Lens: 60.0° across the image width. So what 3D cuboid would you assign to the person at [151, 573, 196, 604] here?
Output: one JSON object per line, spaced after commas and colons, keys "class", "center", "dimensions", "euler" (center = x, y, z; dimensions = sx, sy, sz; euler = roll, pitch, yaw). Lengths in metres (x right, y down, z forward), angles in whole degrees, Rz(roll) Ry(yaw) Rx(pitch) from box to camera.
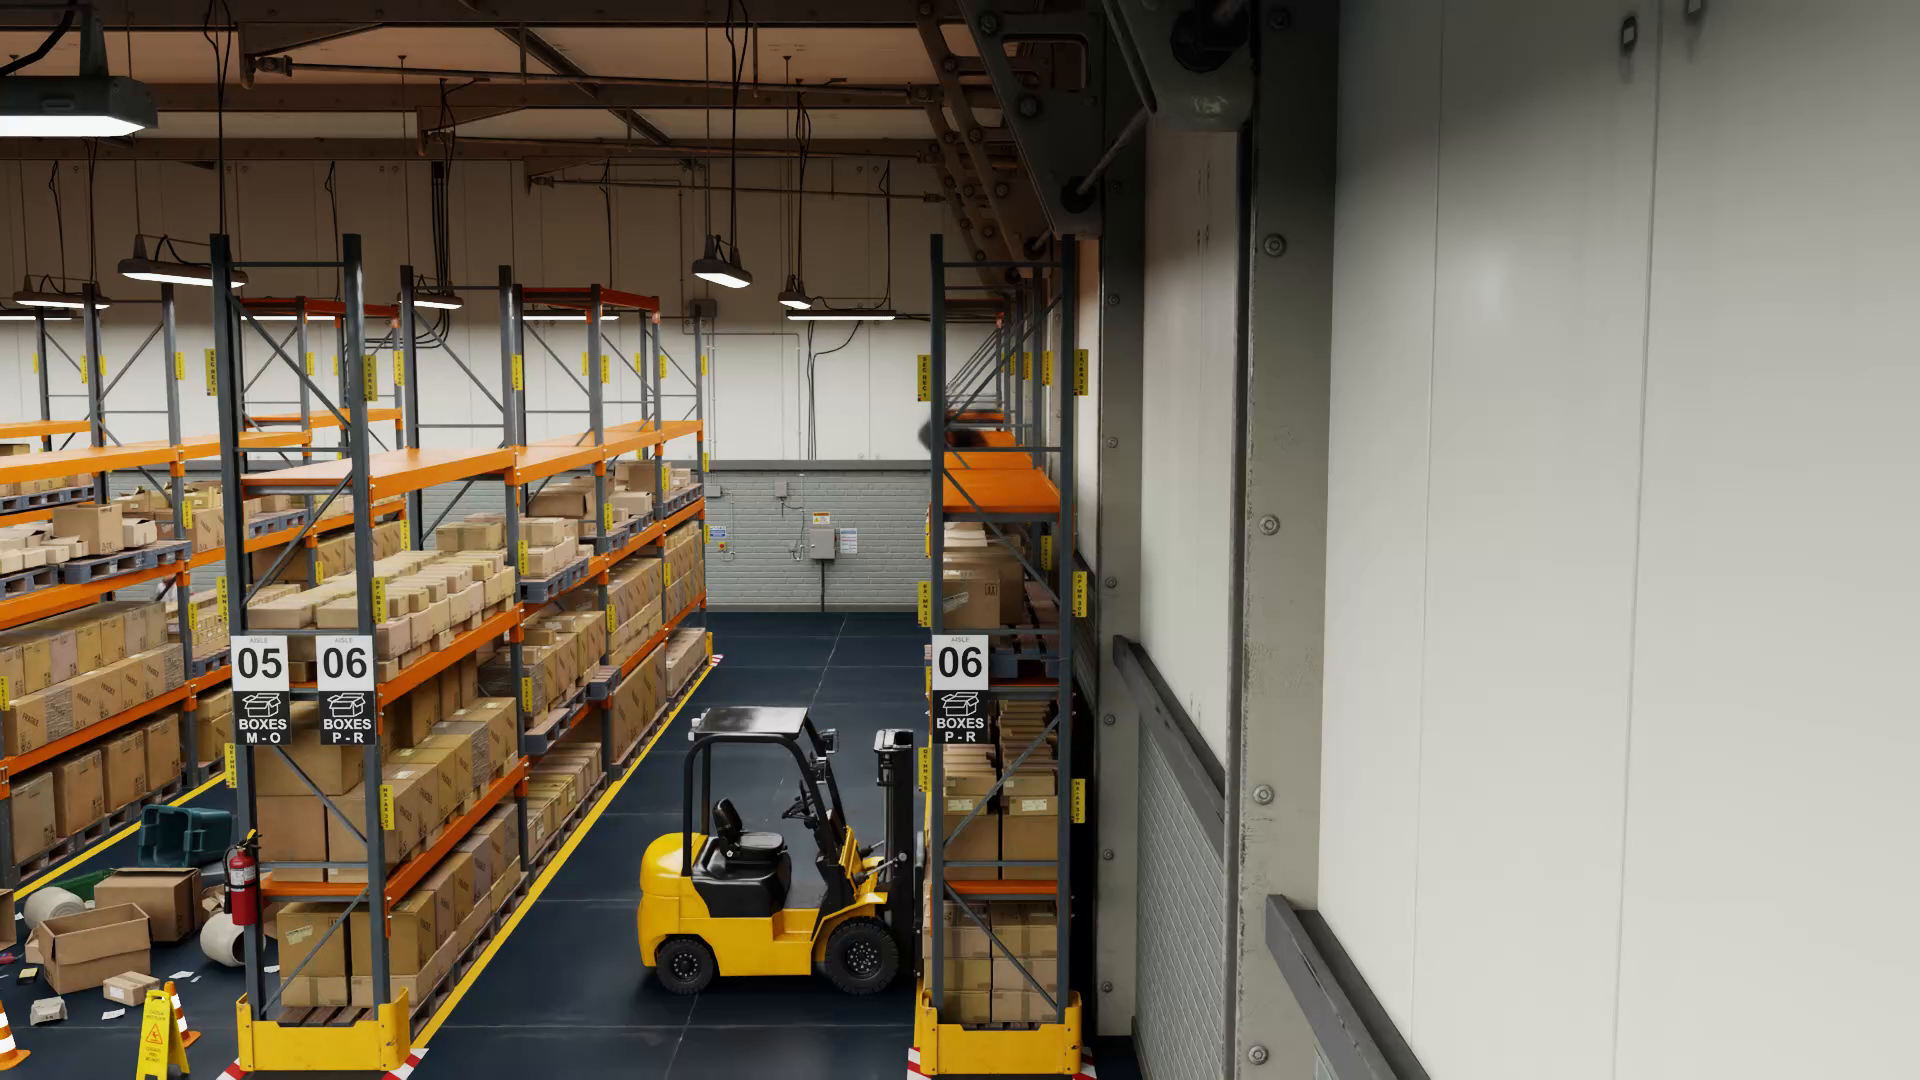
{"class": "person", "center": [-12.982, 1.278, 27.450], "dimensions": [0.704, 1.726, 0.550], "euler": [-2, 7, -14]}
